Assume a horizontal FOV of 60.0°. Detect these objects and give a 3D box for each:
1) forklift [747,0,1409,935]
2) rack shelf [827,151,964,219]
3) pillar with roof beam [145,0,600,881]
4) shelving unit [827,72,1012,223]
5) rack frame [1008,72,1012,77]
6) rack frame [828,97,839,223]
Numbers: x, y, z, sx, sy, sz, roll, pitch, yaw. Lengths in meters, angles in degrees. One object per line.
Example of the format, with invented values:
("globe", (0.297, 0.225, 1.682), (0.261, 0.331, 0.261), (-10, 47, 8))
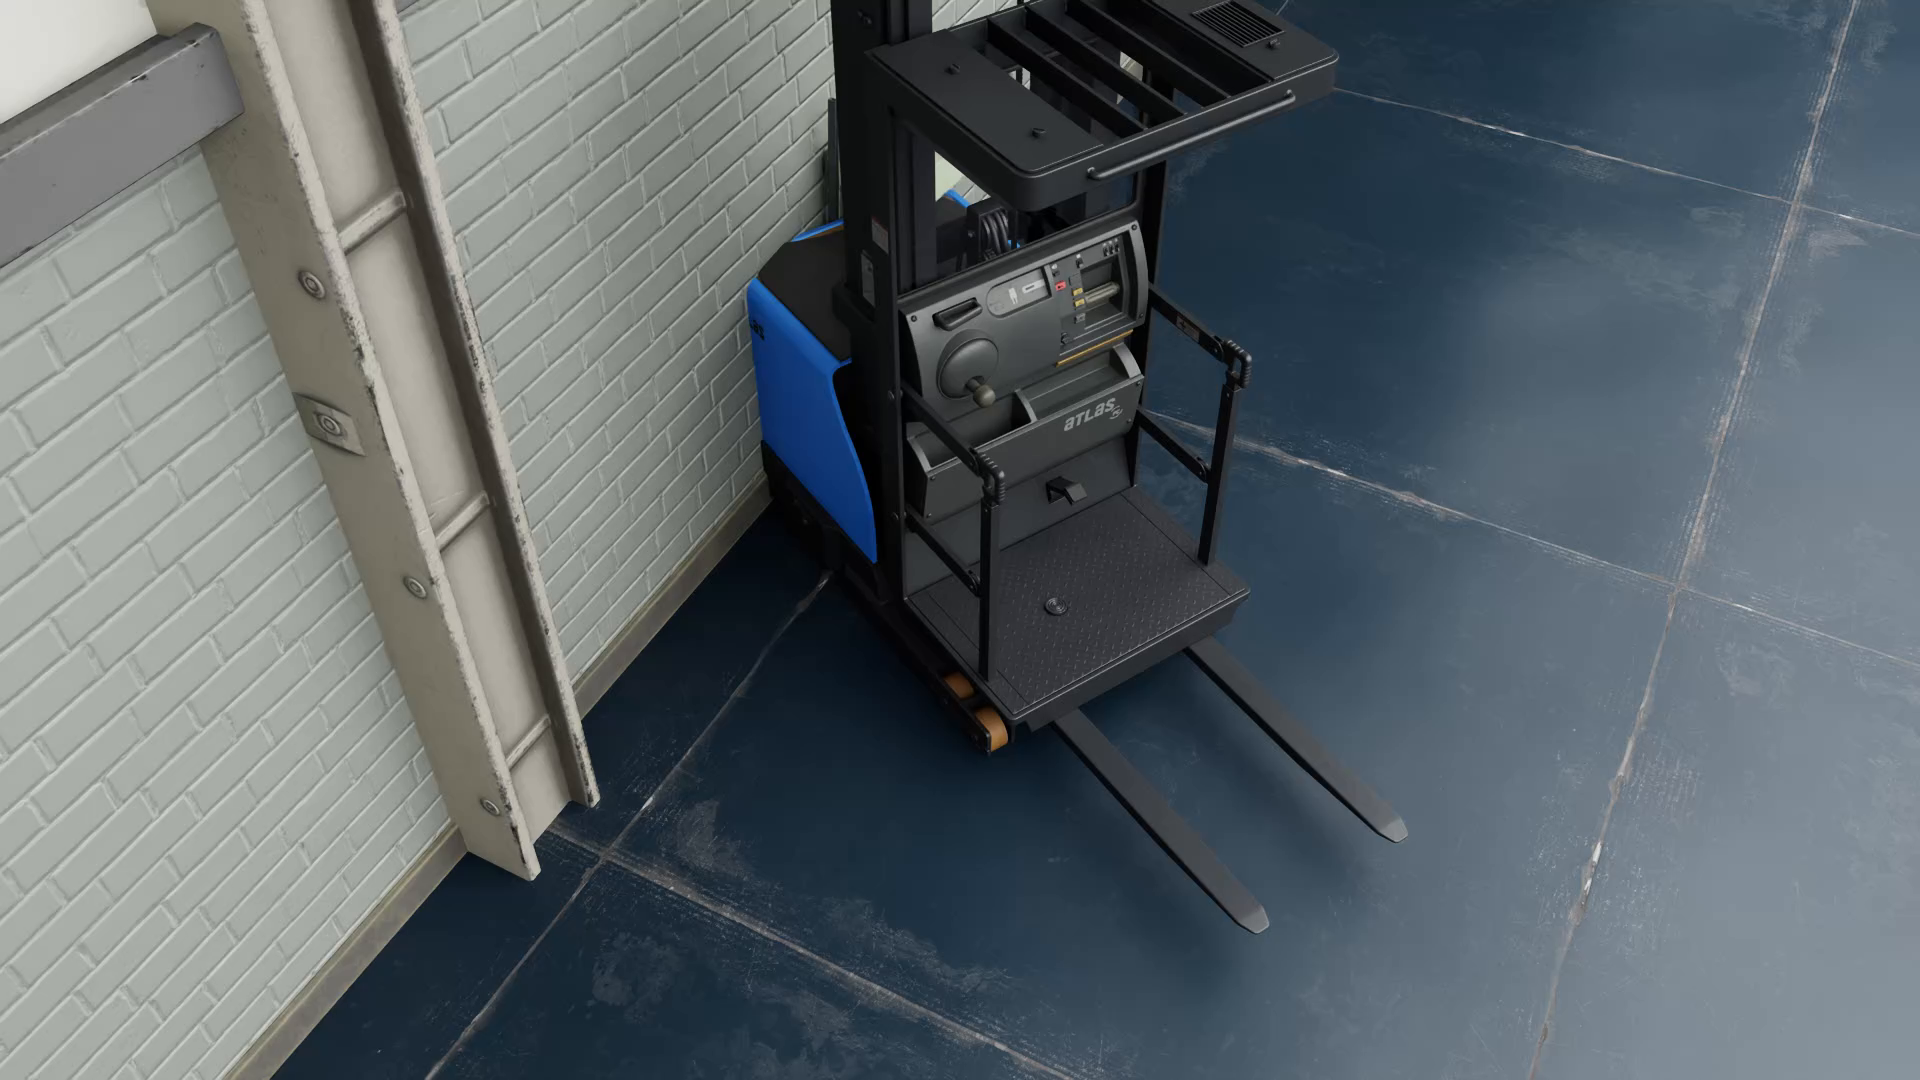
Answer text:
("forklift", (0.354, -0.660, 5.341), (1.130, 2.935, 3.031), (-26, 51, -23))
("rack shelf", (-0.156, -1.502, 6.588), (0.431, 0.370, 0.720), (20, 43, 19))
("pillar with roof beam", (2.323, -0.764, 1.178), (9.100, 9.000, 0.400), (20, 49, 19))
("shelving unit", (-0.174, -1.205, 6.840), (0.431, 1.500, 0.755), (20, 43, 19))
("rack frame", (-0.005, -1.409, 7.093), (0.400, 1.500, 0.023), (20, 43, 19))
("rack frame", (-0.343, -1.001, 6.587), (0.400, 1.500, 0.023), (20, 43, 19))
